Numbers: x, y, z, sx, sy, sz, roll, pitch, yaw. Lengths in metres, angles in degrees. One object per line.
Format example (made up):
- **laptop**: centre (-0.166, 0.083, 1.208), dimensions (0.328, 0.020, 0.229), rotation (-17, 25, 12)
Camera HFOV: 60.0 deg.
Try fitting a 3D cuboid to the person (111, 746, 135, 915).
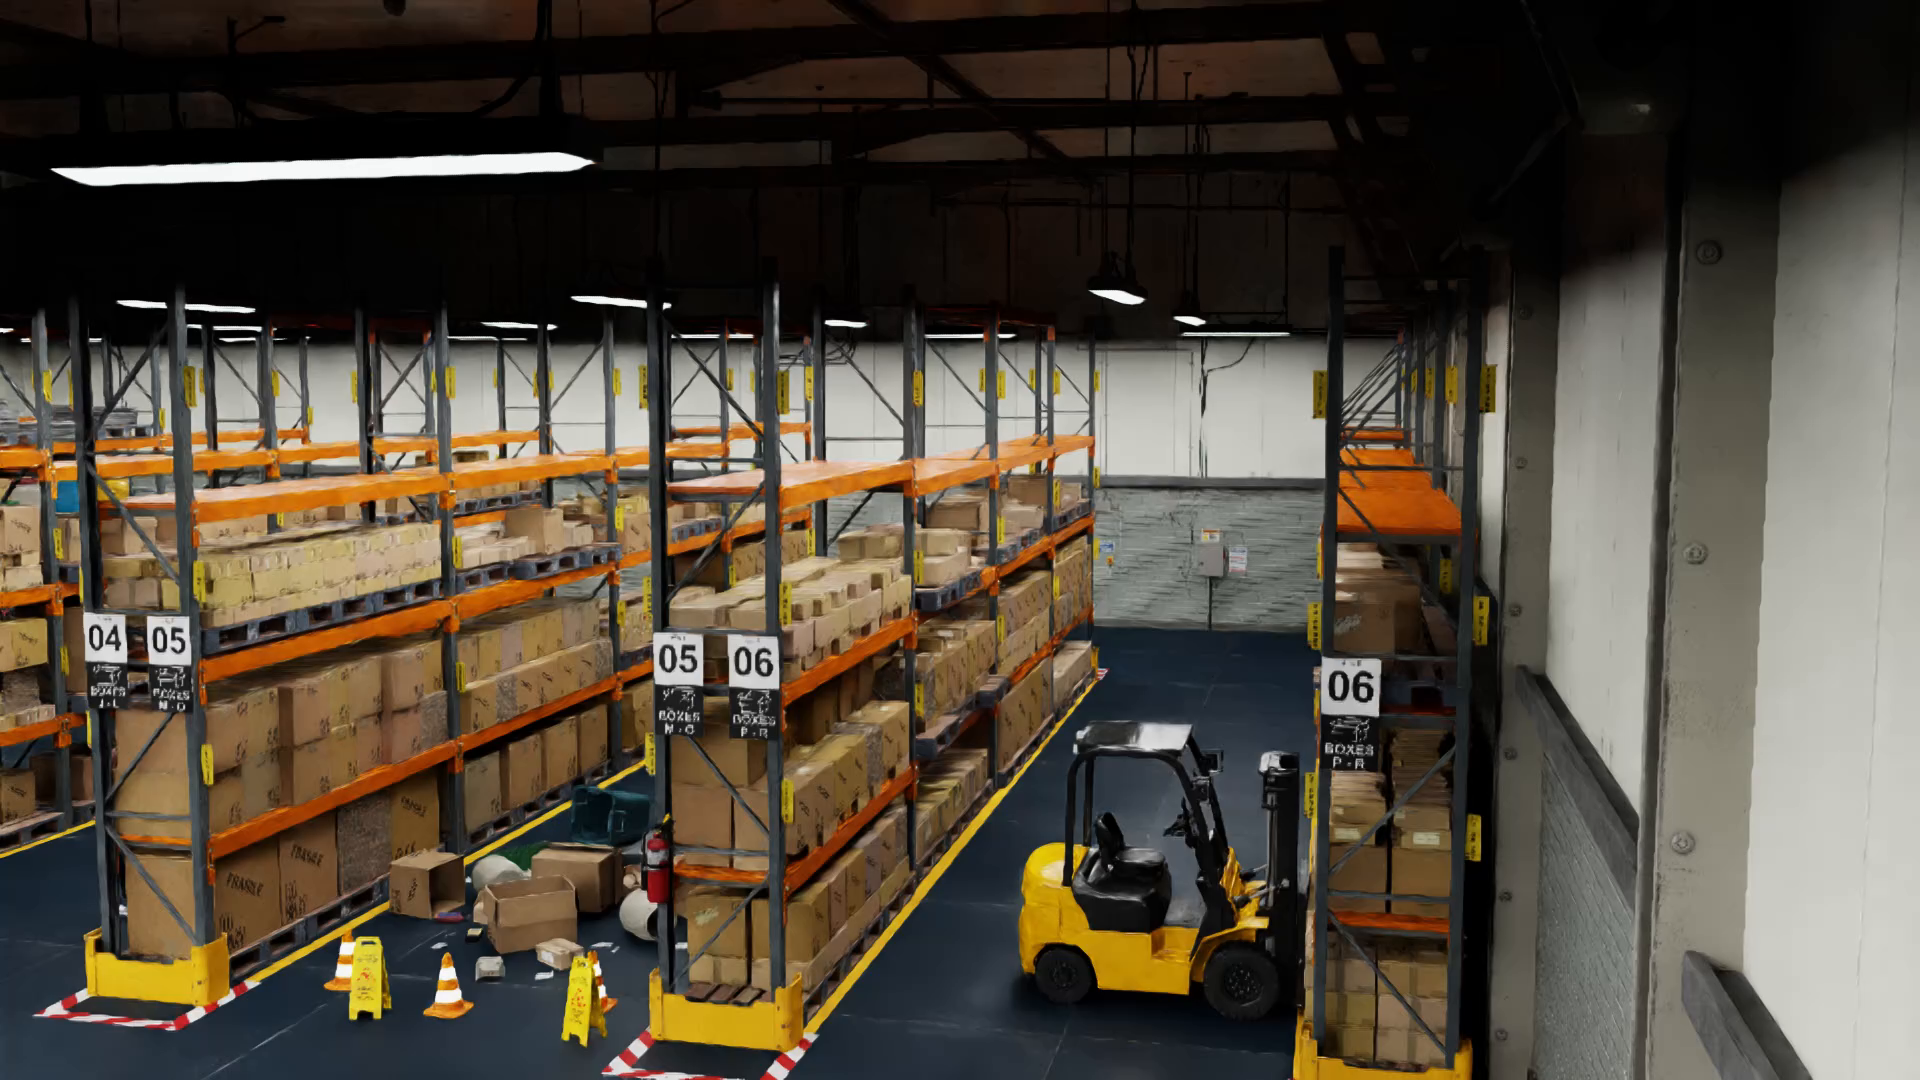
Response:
- **person**: centre (-7.988, 2.753, 15.910), dimensions (0.405, 1.600, 0.468), rotation (-2, 6, -19)
